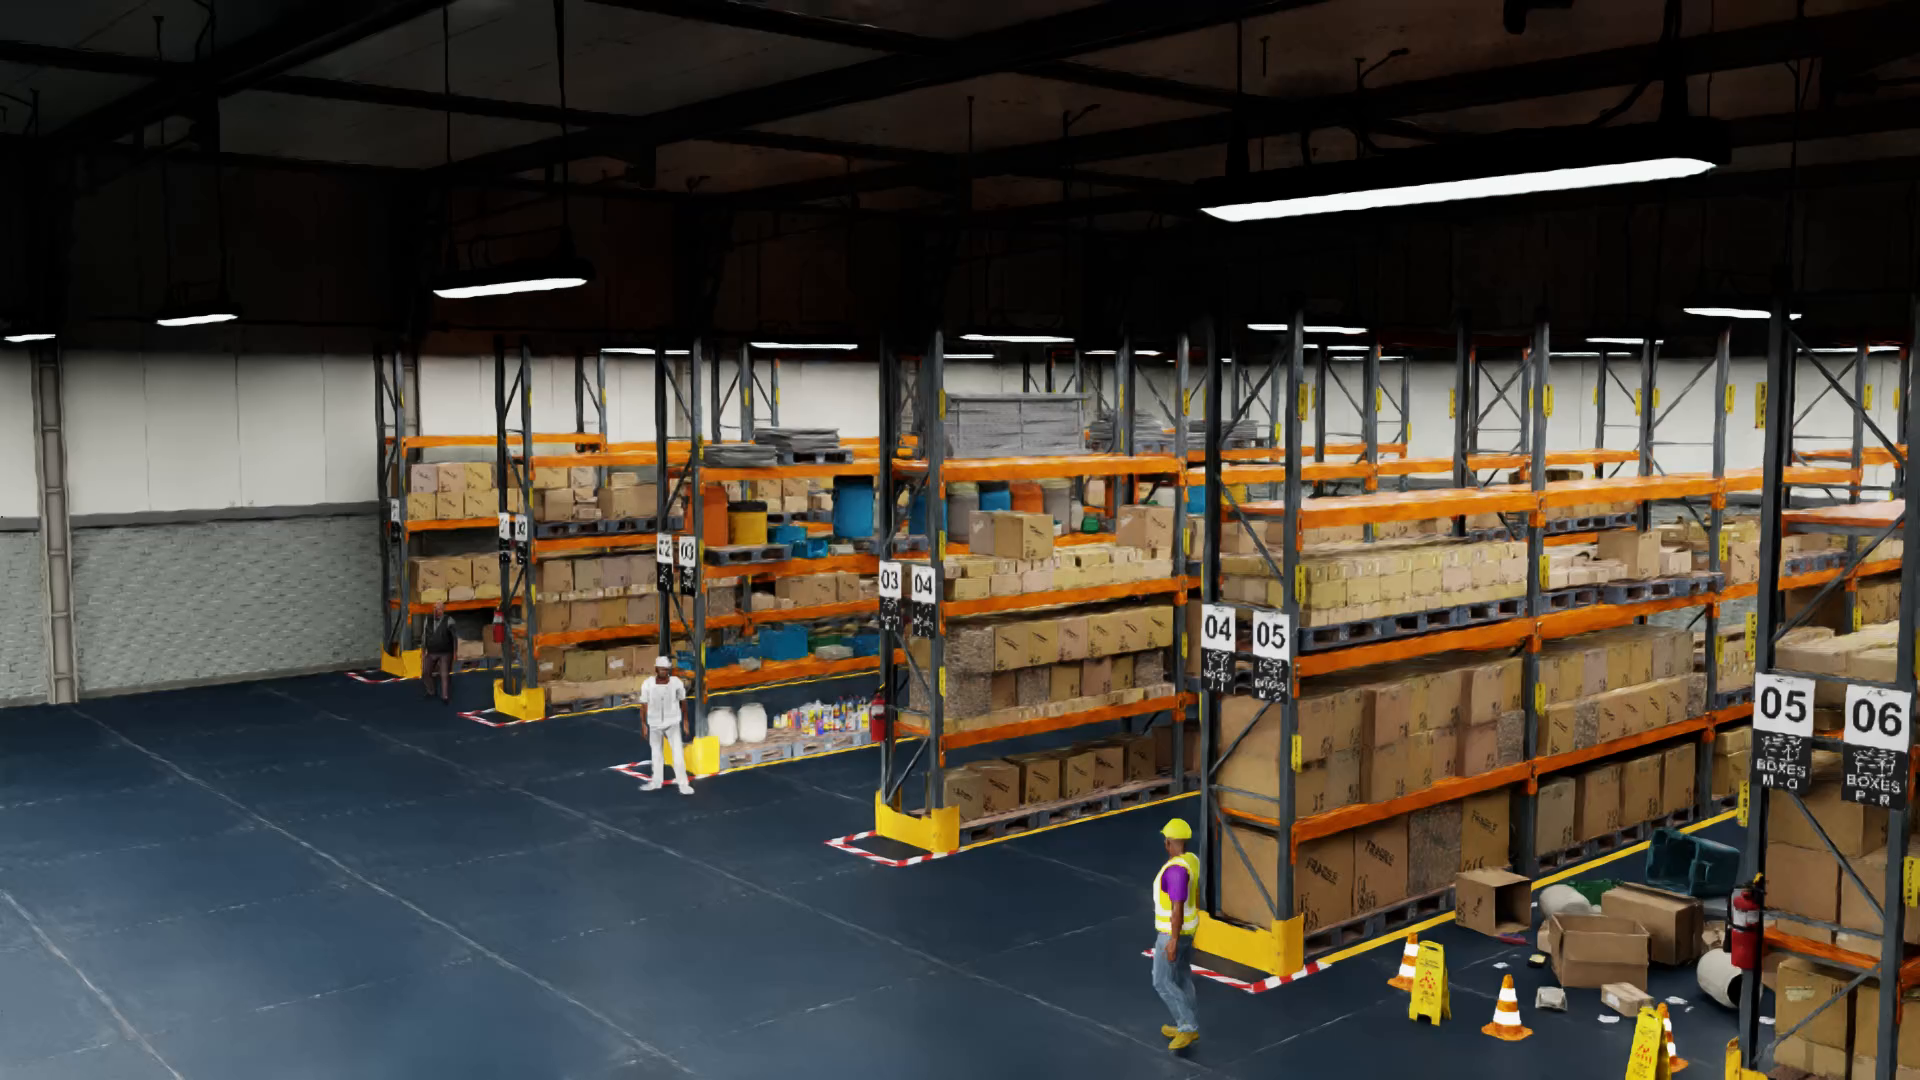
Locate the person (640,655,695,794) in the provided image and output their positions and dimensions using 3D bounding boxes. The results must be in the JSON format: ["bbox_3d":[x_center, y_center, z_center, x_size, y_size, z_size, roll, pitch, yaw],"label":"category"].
[{"bbox_3d":[-3.741,2.345,21.219,0.732,1.756,0.535,0,5,-3],"label":"person"}]

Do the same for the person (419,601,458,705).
[{"bbox_3d":[-8.593,1.835,27.240,0.728,1.713,0.517,1,5,7],"label":"person"}]

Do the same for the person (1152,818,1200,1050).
[{"bbox_3d":[1.728,3.084,13.123,0.398,1.760,0.652,2,6,20],"label":"person"}]
